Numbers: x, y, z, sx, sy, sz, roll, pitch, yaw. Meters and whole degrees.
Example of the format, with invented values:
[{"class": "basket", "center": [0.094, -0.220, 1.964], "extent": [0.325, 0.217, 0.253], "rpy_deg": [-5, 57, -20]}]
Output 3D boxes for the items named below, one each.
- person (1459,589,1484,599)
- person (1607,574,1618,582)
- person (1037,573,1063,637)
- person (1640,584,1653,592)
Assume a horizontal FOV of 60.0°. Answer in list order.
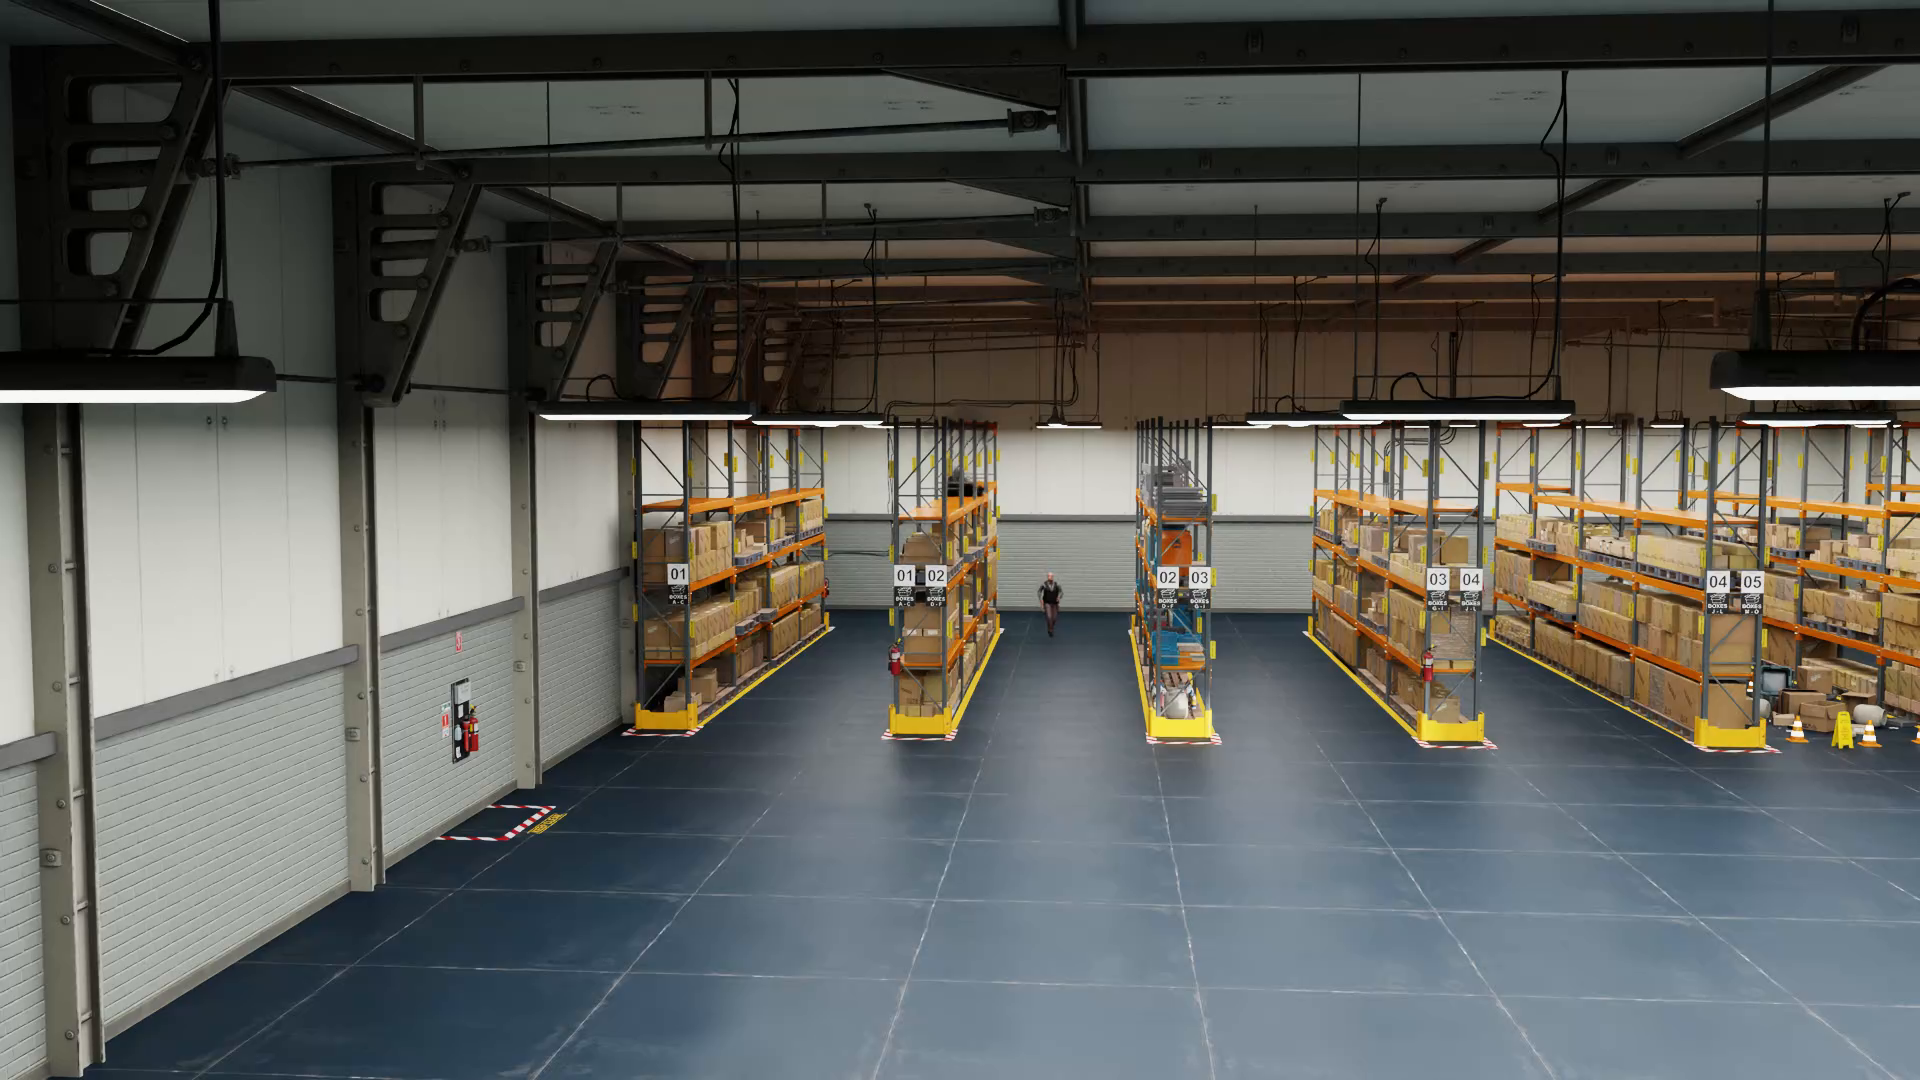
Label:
[{"class": "person", "center": [14.434, 1.801, 47.083], "extent": [0.936, 1.672, 0.721], "rpy_deg": [-2, 4, -29]}, {"class": "person", "center": [18.492, 1.732, 47.228], "extent": [0.939, 1.779, 0.690], "rpy_deg": [0, 4, 5]}, {"class": "person", "center": [2.424, 1.717, 44.366], "extent": [0.697, 1.692, 0.661], "rpy_deg": [-1, 4, -9]}, {"class": "person", "center": [19.521, 1.791, 47.224], "extent": [0.637, 1.759, 0.687], "rpy_deg": [0, 4, 7]}]
